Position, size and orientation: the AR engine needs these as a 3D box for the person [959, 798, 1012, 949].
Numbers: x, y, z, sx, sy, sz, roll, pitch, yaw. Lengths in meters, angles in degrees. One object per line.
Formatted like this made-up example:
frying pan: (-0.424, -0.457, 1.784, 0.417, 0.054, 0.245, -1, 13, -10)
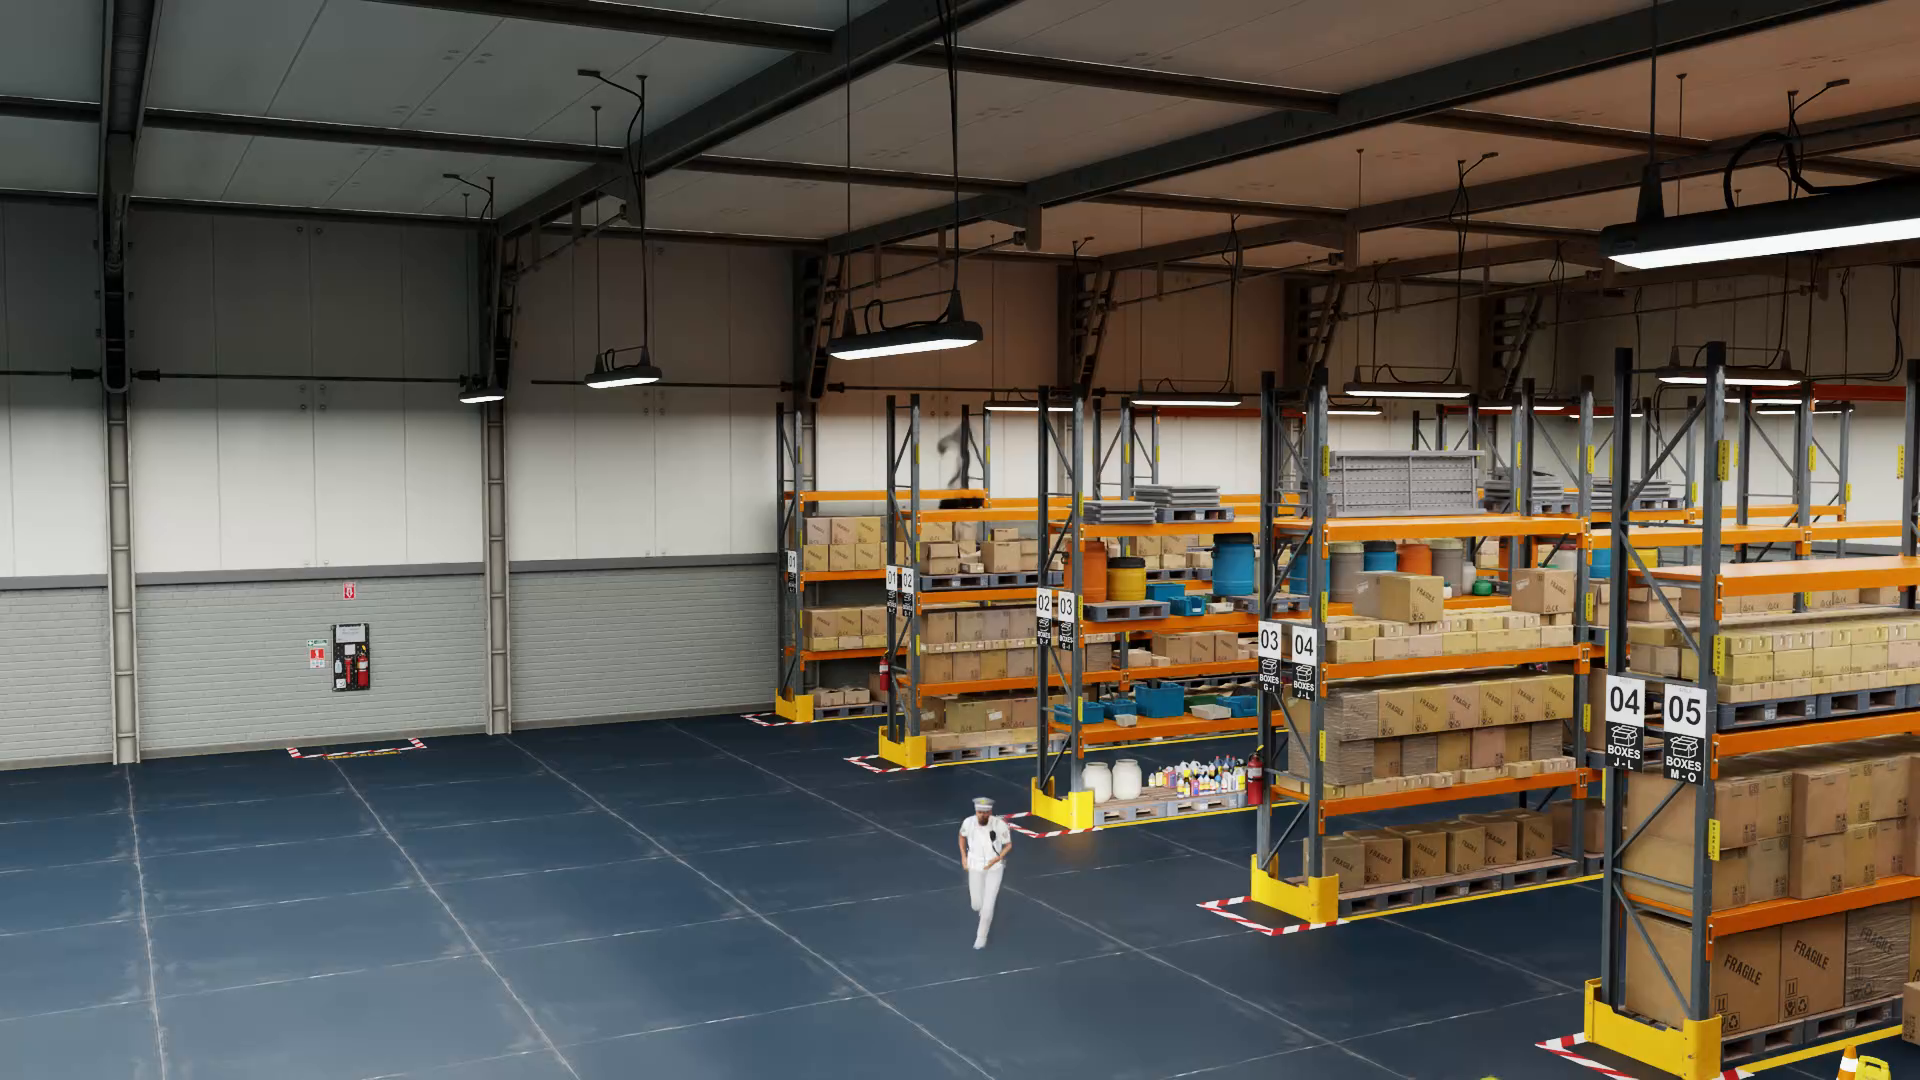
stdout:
person: (0.254, 3.406, 17.217, 0.537, 1.620, 0.708, 0, 3, 5)
